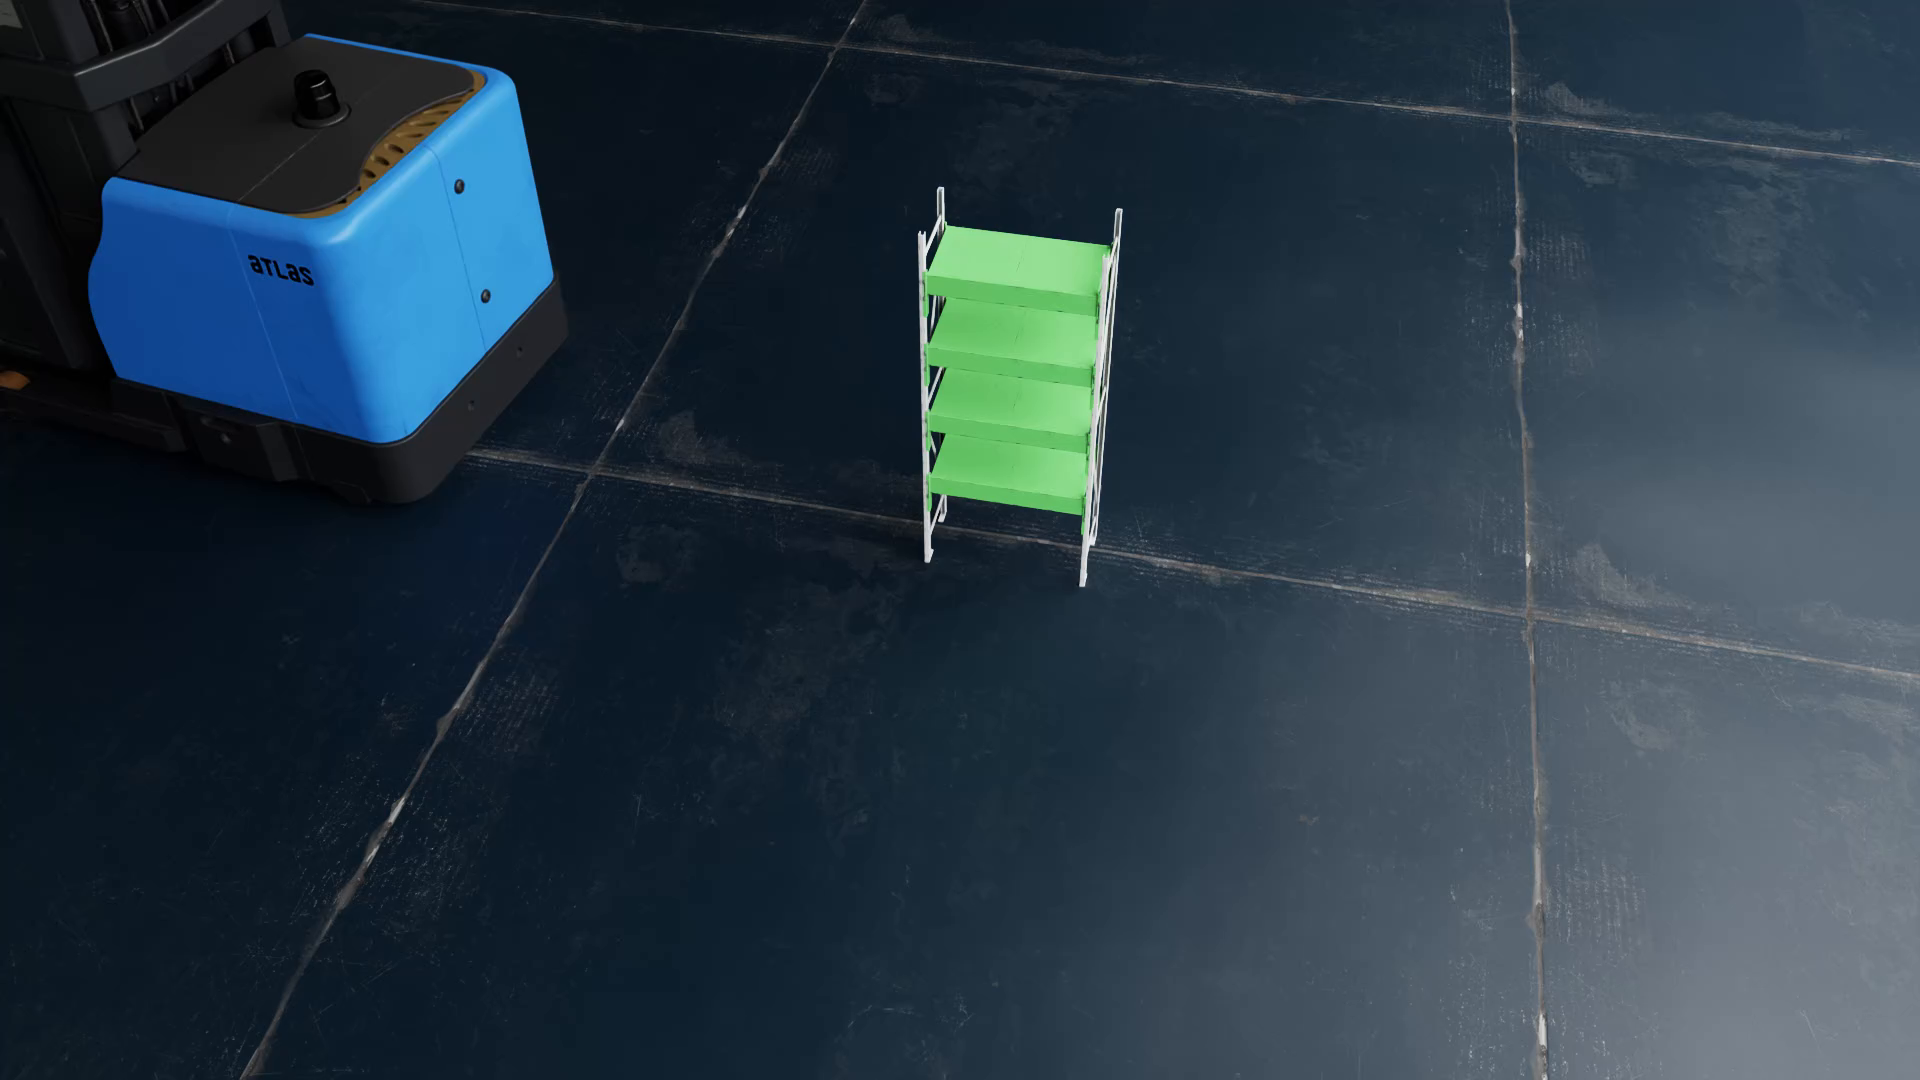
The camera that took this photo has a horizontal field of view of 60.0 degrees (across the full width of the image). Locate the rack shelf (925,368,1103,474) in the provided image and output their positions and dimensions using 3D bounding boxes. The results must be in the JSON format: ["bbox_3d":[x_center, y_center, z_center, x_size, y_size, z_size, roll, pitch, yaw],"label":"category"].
[{"bbox_3d":[0.162,-0.361,4.852,0.480,0.148,0.258,9,45,9],"label":"rack shelf"}]

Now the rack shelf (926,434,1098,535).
[{"bbox_3d":[0.162,-0.188,5.019,0.480,0.148,0.258,9,45,9],"label":"rack shelf"}]

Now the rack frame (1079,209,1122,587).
[{"bbox_3d":[0.400,-0.370,4.769,0.015,1.200,0.240,9,45,9],"label":"rack frame"}]

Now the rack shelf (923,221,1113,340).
[{"bbox_3d":[0.162,-0.707,4.519,0.480,0.148,0.258,9,45,9],"label":"rack shelf"}]

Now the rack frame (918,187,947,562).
[{"bbox_3d":[-0.077,-0.444,4.846,0.015,1.200,0.240,9,45,9],"label":"rack frame"}]

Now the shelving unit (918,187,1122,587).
[{"bbox_3d":[0.162,-0.407,4.808,0.503,1.200,0.258,9,45,9],"label":"shelving unit"}]

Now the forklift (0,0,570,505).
[{"bbox_3d":[-2.961,-1.795,5.001,3.031,2.935,1.130,14,46,14],"label":"forklift"}]

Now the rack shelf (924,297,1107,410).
[{"bbox_3d":[0.162,-0.534,4.686,0.480,0.148,0.258,9,45,9],"label":"rack shelf"}]
